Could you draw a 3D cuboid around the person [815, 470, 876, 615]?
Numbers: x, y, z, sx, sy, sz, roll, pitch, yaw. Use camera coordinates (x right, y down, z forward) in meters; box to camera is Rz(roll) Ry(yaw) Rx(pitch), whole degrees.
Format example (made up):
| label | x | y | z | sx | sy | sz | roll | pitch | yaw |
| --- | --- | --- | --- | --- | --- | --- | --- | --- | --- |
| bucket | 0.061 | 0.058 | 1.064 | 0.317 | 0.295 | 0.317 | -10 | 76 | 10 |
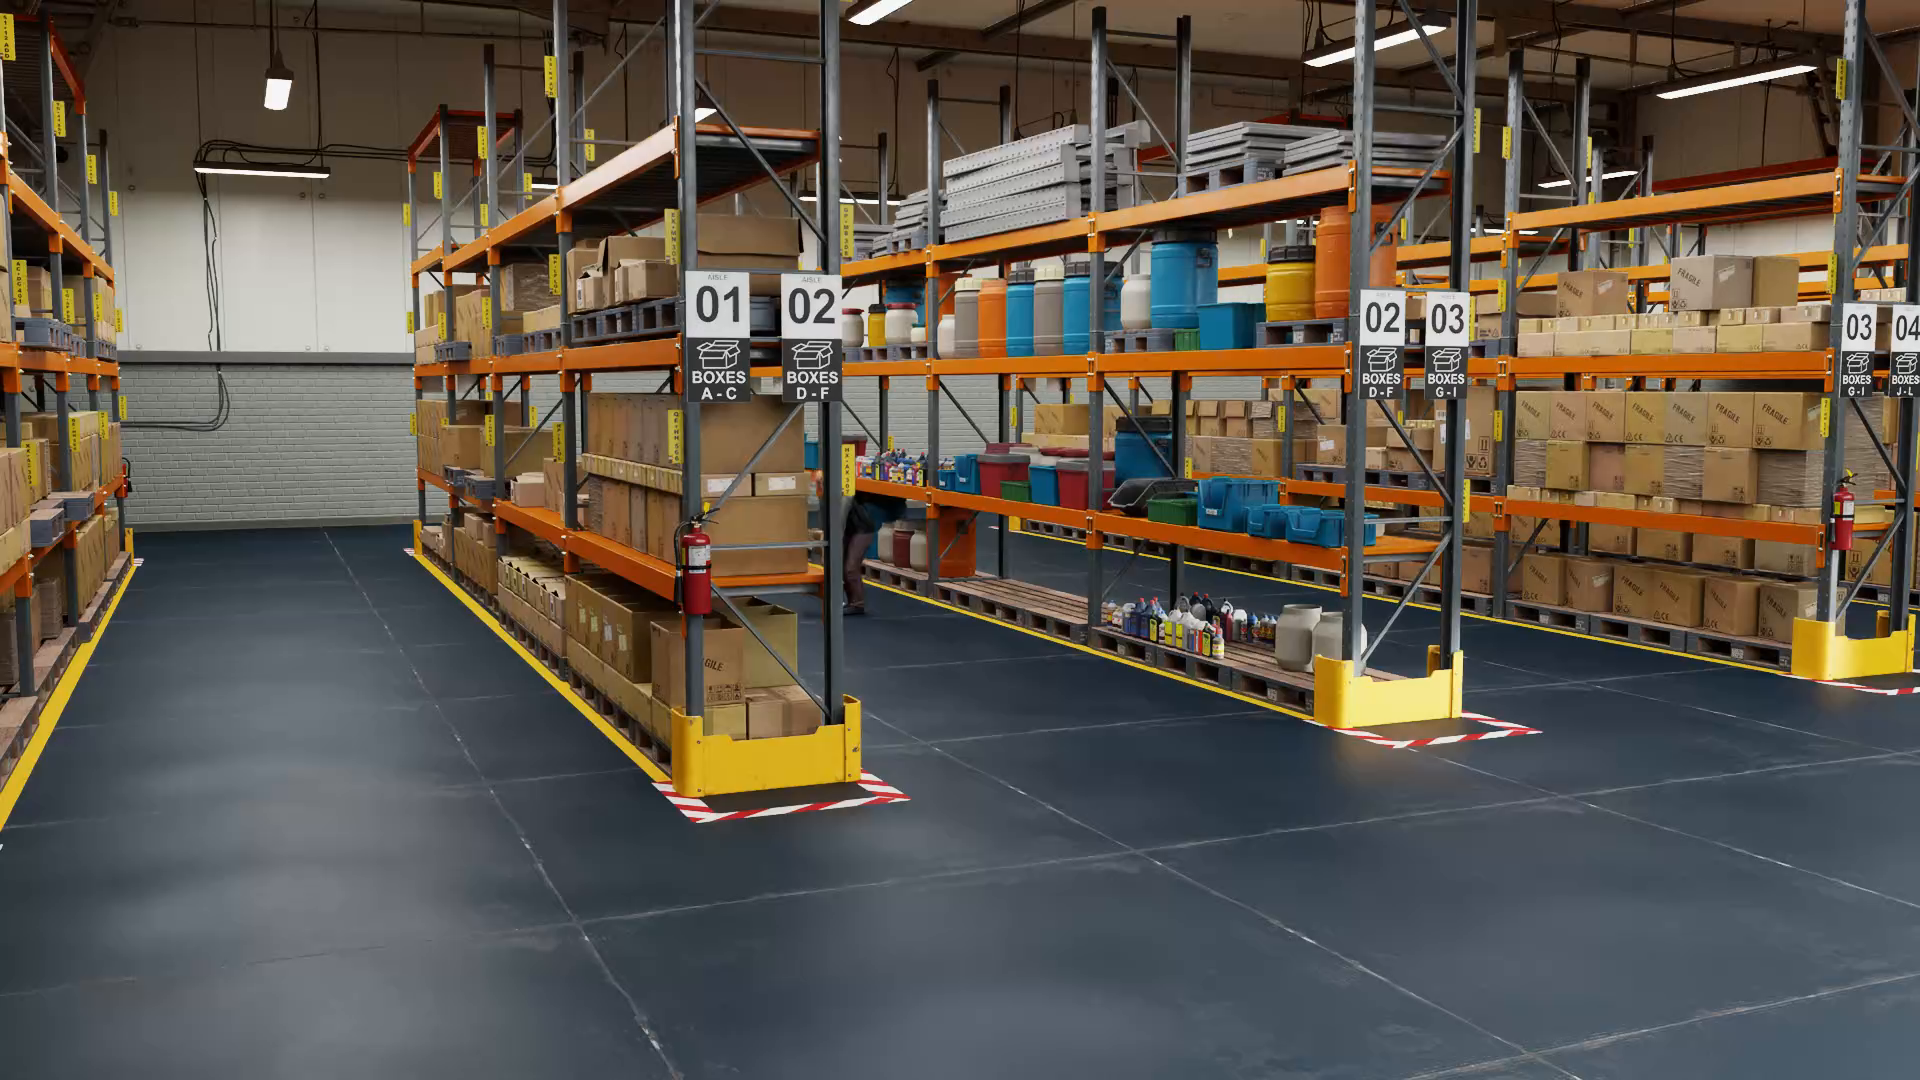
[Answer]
| label | x | y | z | sx | sy | sz | roll | pitch | yaw |
| --- | --- | --- | --- | --- | --- | --- | --- | --- | --- |
| person | -1.273 | 0.018 | 18.312 | 0.675 | 1.600 | 0.470 | -2 | 6 | -25 |
